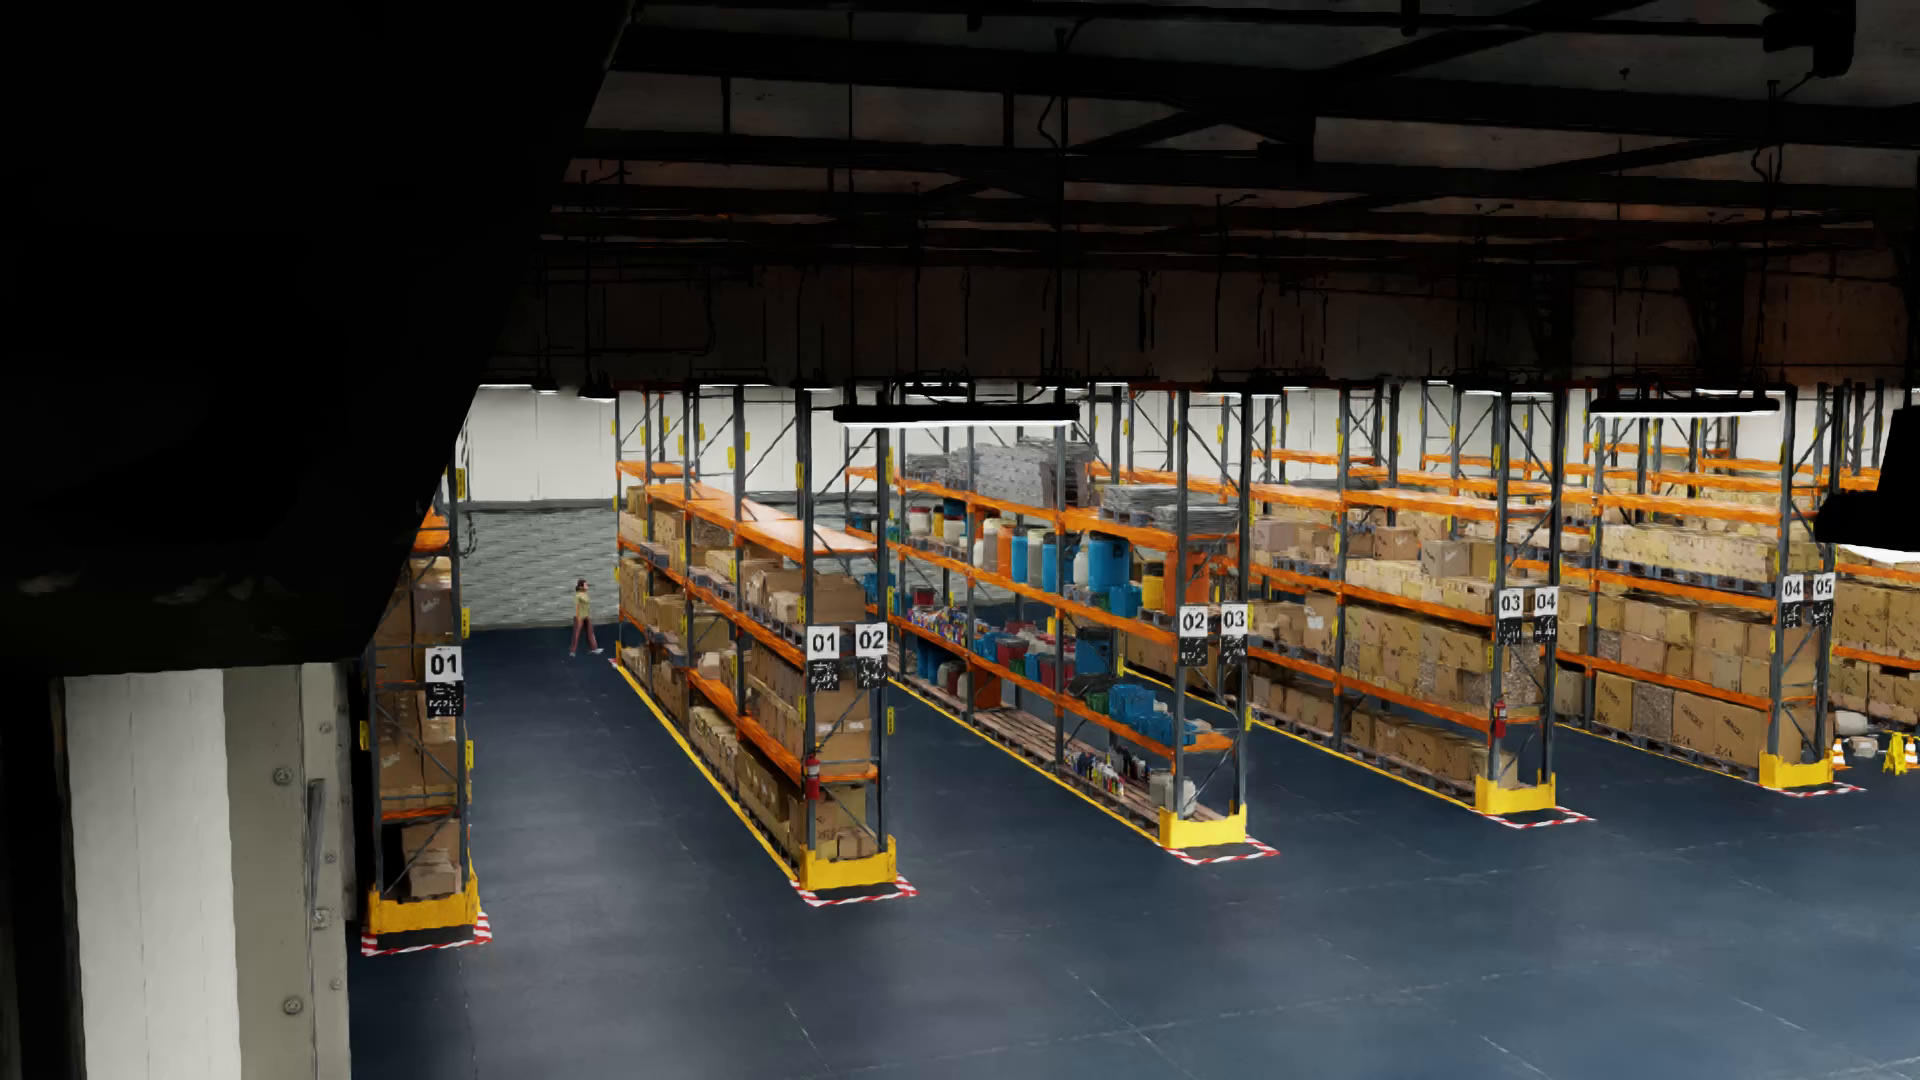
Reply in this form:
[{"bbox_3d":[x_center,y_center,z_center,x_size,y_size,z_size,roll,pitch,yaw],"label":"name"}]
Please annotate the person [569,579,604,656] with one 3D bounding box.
[{"bbox_3d":[-8.205,1.668,36.190,0.566,1.660,0.623,2,6,20],"label":"person"}]
